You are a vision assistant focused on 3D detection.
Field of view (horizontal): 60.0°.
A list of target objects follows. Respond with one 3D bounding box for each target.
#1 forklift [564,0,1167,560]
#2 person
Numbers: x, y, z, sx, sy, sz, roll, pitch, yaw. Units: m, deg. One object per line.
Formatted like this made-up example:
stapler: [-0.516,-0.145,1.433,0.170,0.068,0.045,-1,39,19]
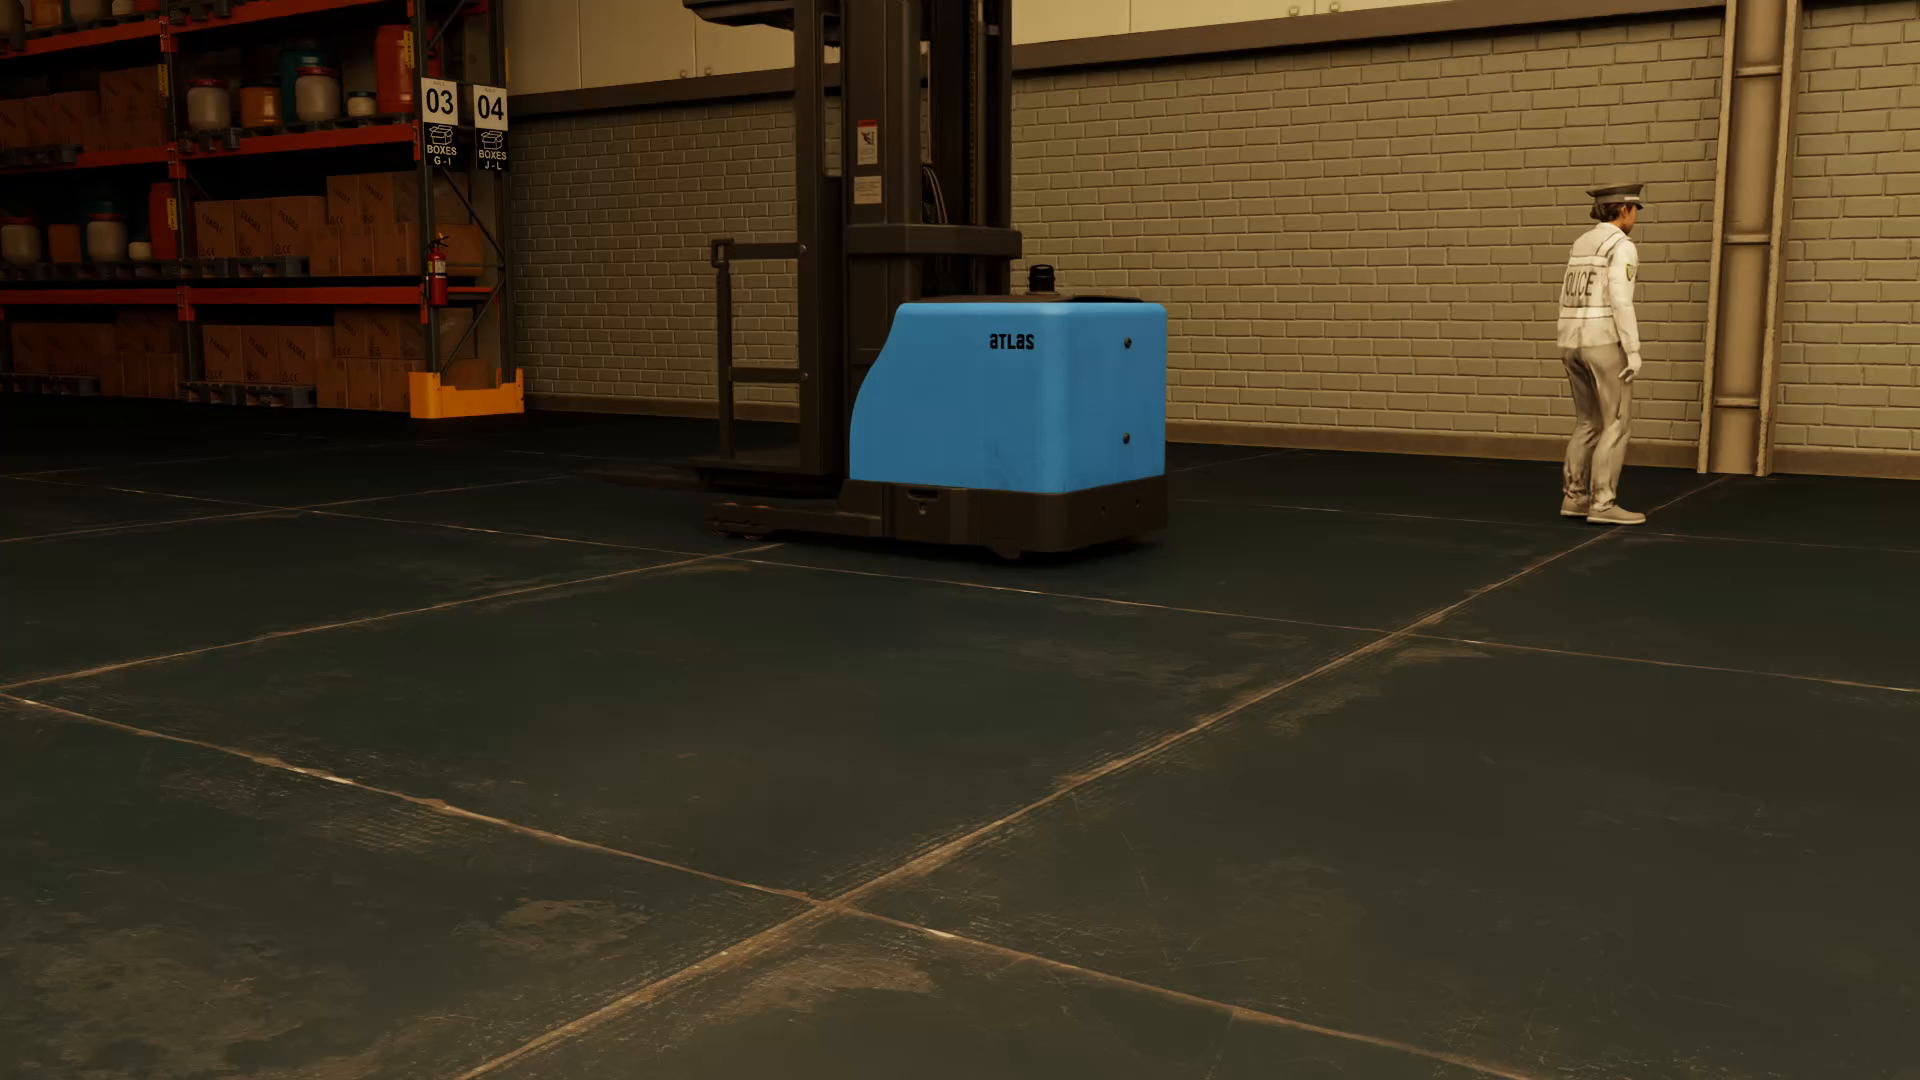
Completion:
forklift: [-0.577,-1.502,7.753,3.031,2.935,1.130,5,10,33]
person: [3.154,-0.919,8.187,0.371,1.665,0.531,-2,8,-12]
